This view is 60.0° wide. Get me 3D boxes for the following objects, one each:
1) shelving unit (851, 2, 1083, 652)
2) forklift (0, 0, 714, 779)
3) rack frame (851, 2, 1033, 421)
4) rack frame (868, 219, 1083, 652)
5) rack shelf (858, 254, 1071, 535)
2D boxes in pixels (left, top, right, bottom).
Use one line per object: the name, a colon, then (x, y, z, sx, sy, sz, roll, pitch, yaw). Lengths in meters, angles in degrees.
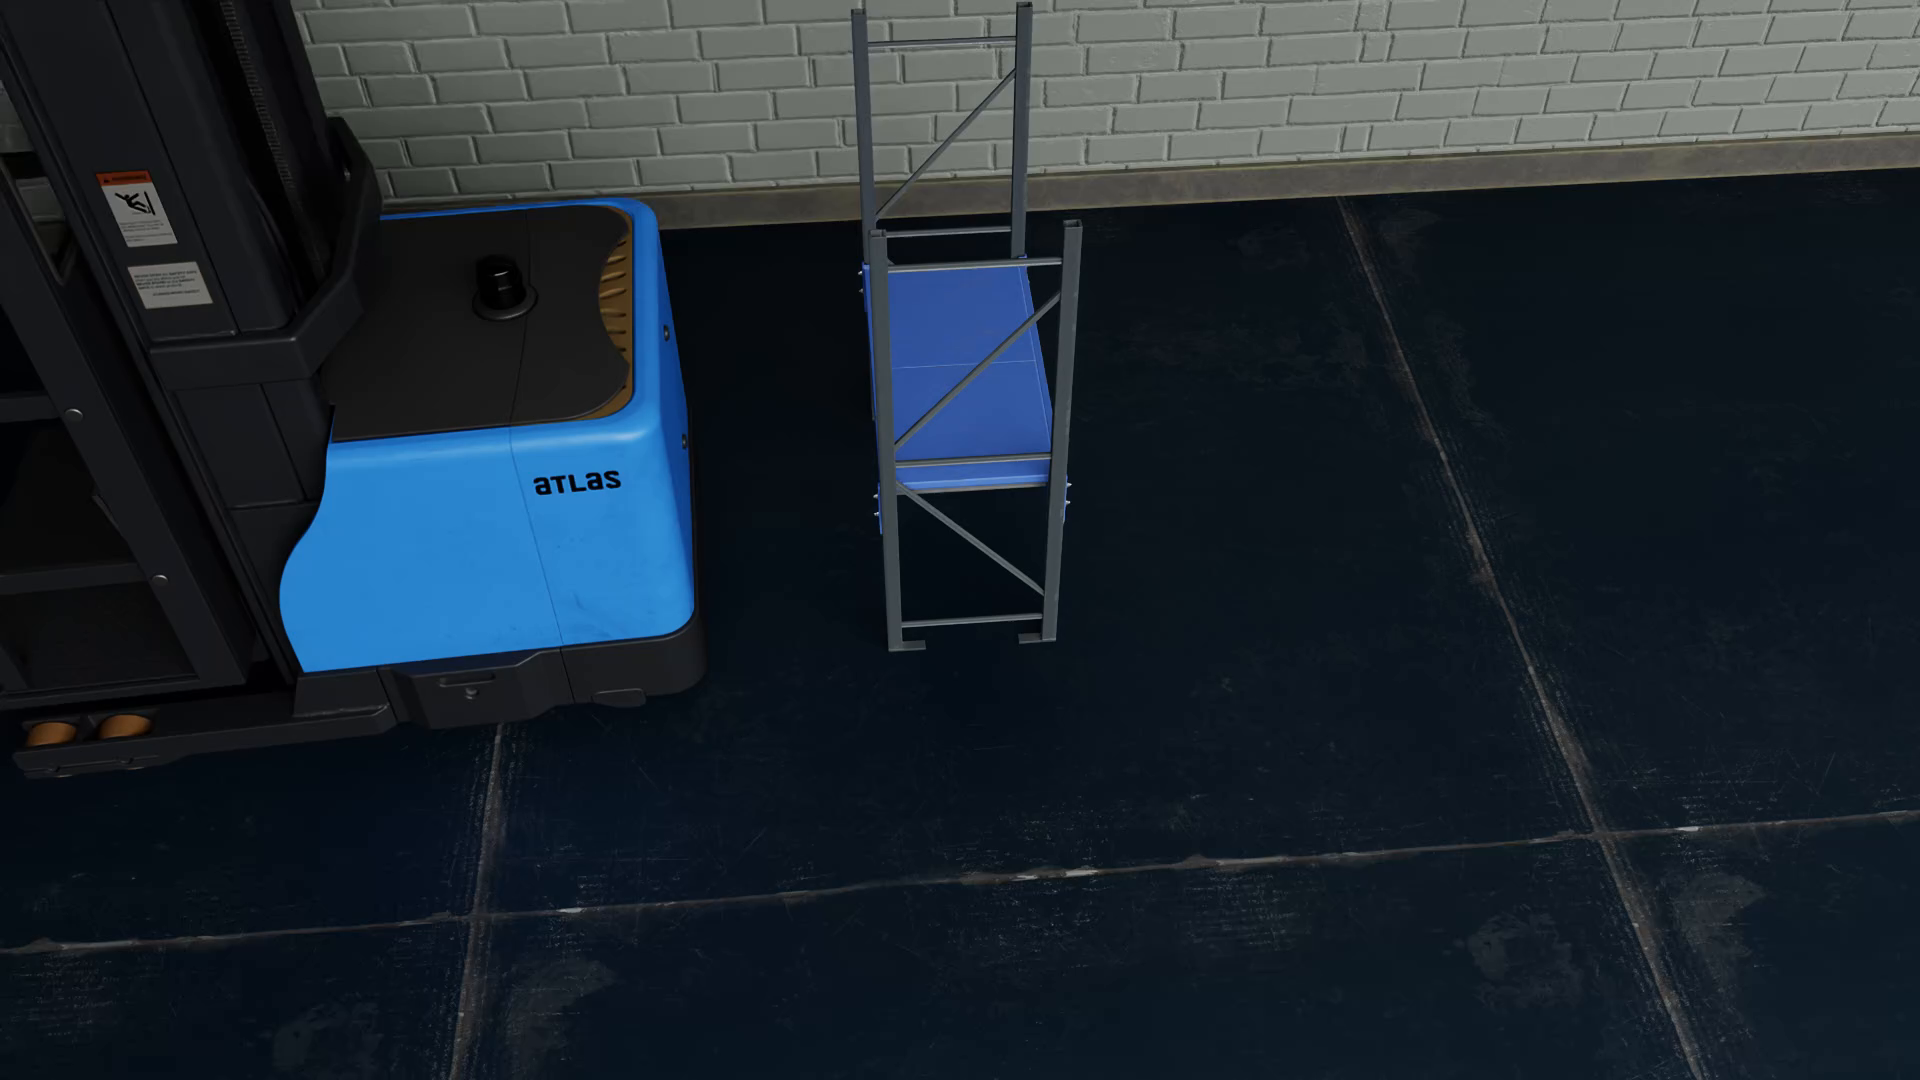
shelving unit: (-0.007, -0.577, 4.764, 0.538, 1.500, 1.048, -3, 47, -3)
forklift: (-2.271, -0.760, 3.951, 3.031, 2.935, 1.130, -6, 47, -5)
rack frame: (-0.050, -0.945, 5.112, 0.500, 1.500, 0.032, -3, 47, -3)
rack frame: (0.035, -0.210, 4.416, 0.500, 1.500, 0.032, -3, 47, -3)
rack shelf: (-0.007, -0.454, 4.895, 0.538, 0.185, 1.000, -3, 47, -3)
